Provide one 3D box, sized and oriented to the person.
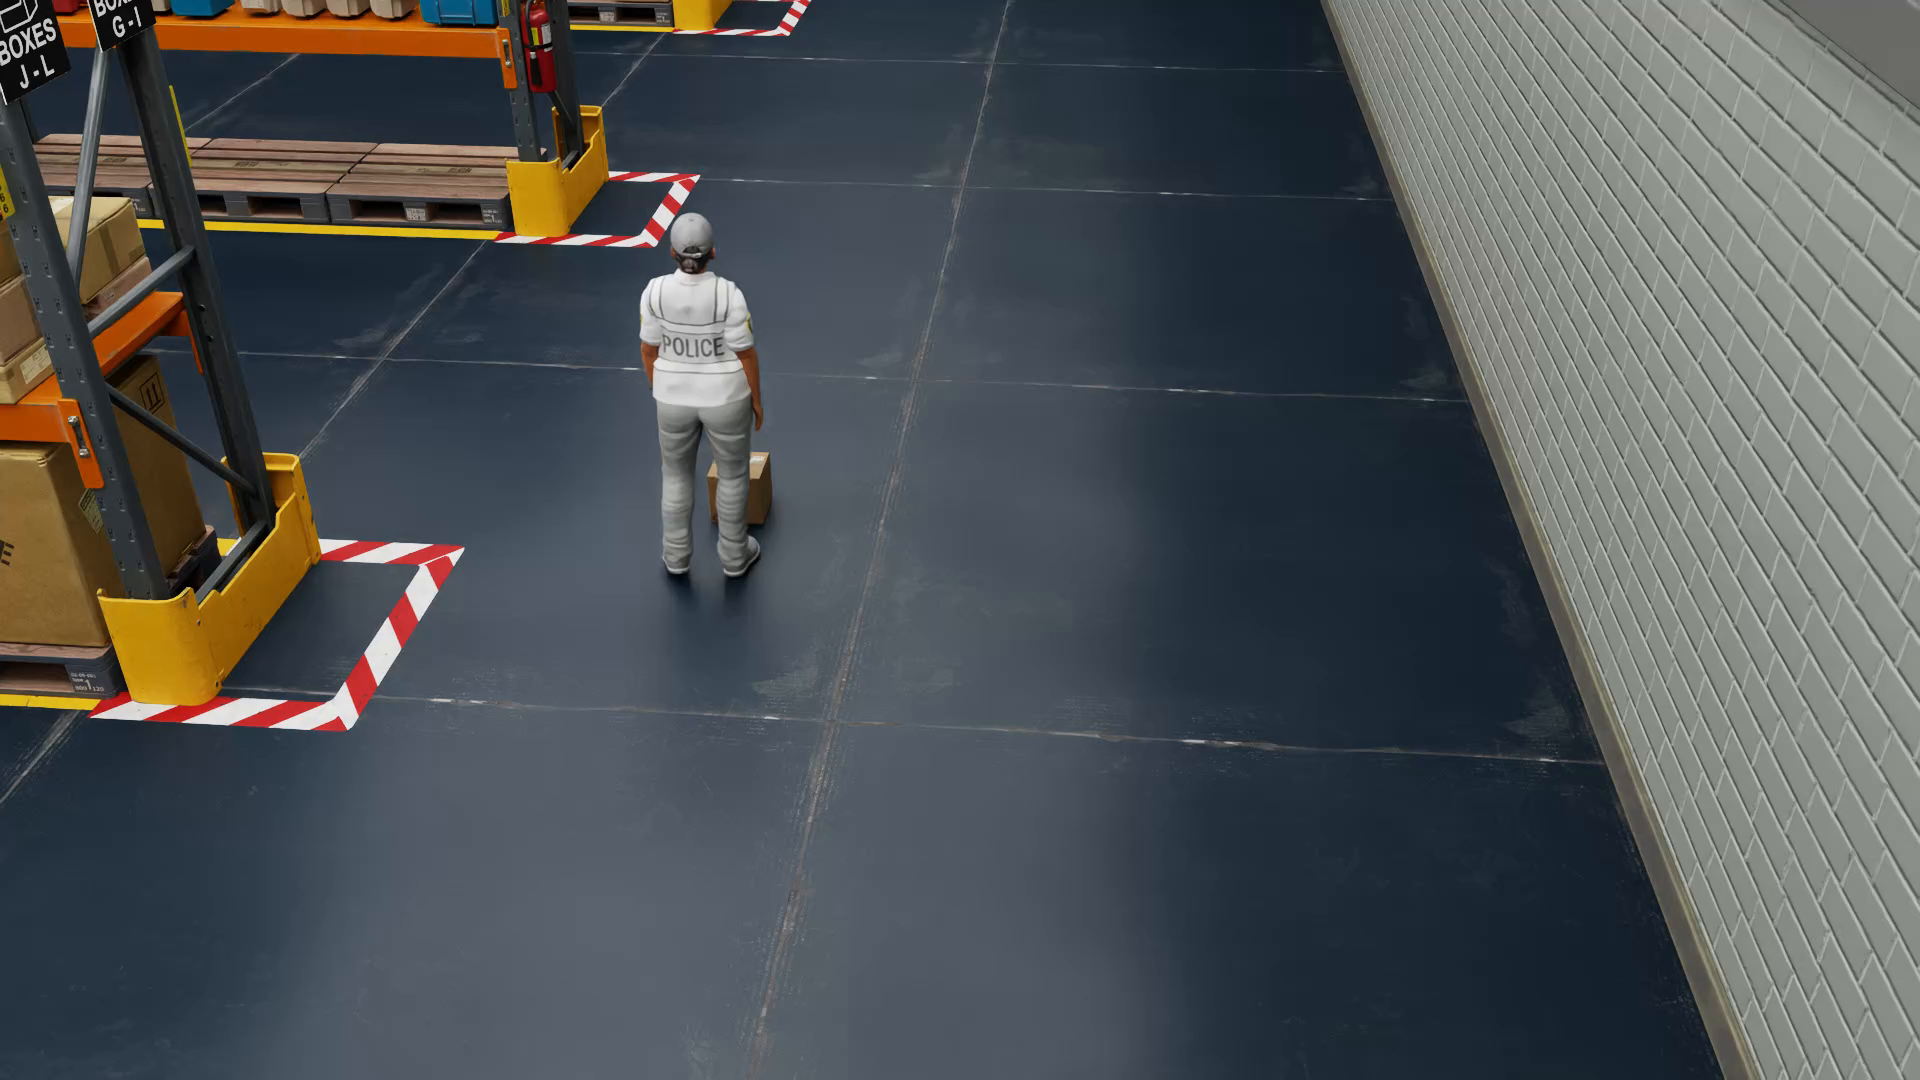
[{"bbox_3d":[-1.100,-0.591,7.075,0.524,1.684,0.380,3,32,5],"label":"person"}]
